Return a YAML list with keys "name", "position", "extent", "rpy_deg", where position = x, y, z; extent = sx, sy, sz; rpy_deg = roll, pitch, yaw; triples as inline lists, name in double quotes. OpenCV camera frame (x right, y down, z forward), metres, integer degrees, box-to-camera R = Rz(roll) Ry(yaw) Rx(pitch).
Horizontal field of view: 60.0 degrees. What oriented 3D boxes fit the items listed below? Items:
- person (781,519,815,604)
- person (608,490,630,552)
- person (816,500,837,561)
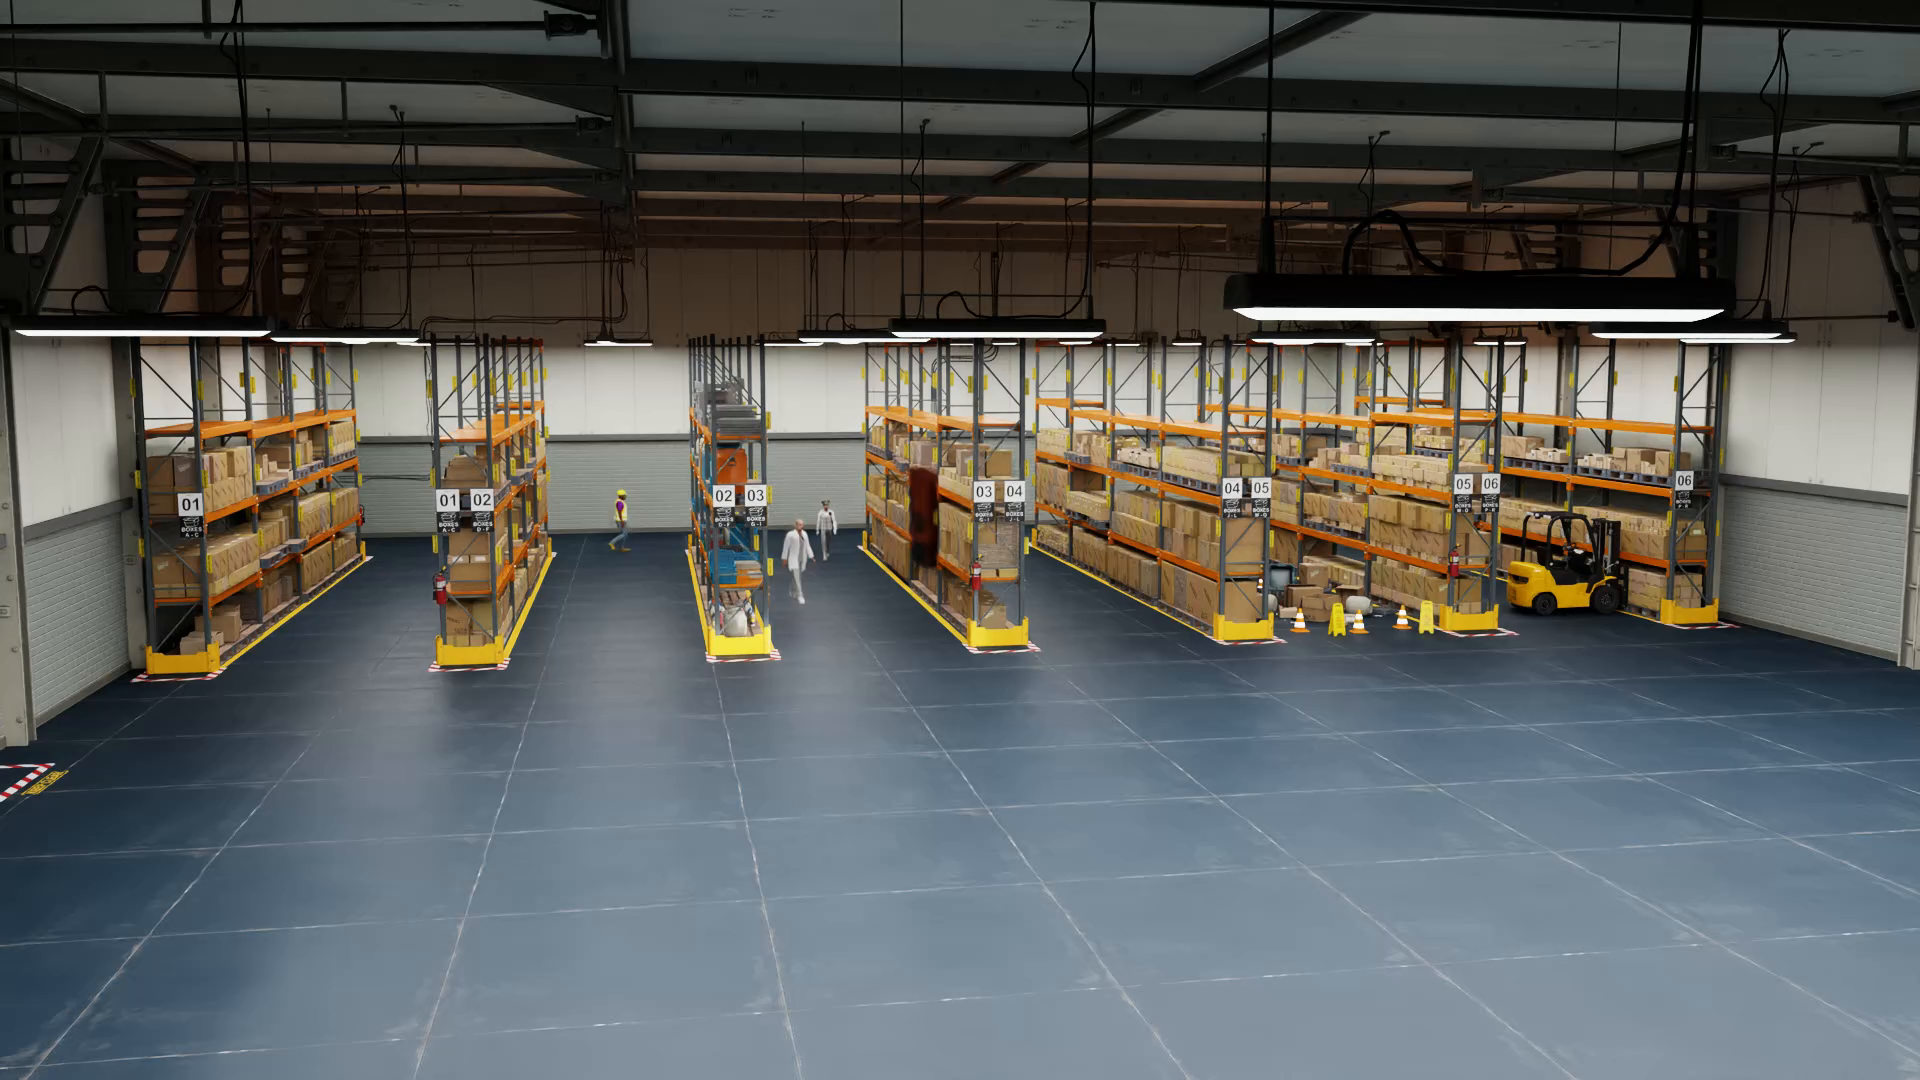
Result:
- name: "person"
  position: [-3.485, 0.437, 35.920]
  extent: [0.693, 1.773, 1.001]
  rpy_deg: [-4, 8, -33]
- name: "person"
  position: [-9.629, -0.530, 46.859]
  extent: [0.712, 1.763, 0.590]
  rpy_deg: [-4, 8, -31]
- name: "person"
  position: [-3.629, -0.288, 45.271]
  extent: [0.544, 1.615, 1.042]
  rpy_deg: [-1, 7, -10]
